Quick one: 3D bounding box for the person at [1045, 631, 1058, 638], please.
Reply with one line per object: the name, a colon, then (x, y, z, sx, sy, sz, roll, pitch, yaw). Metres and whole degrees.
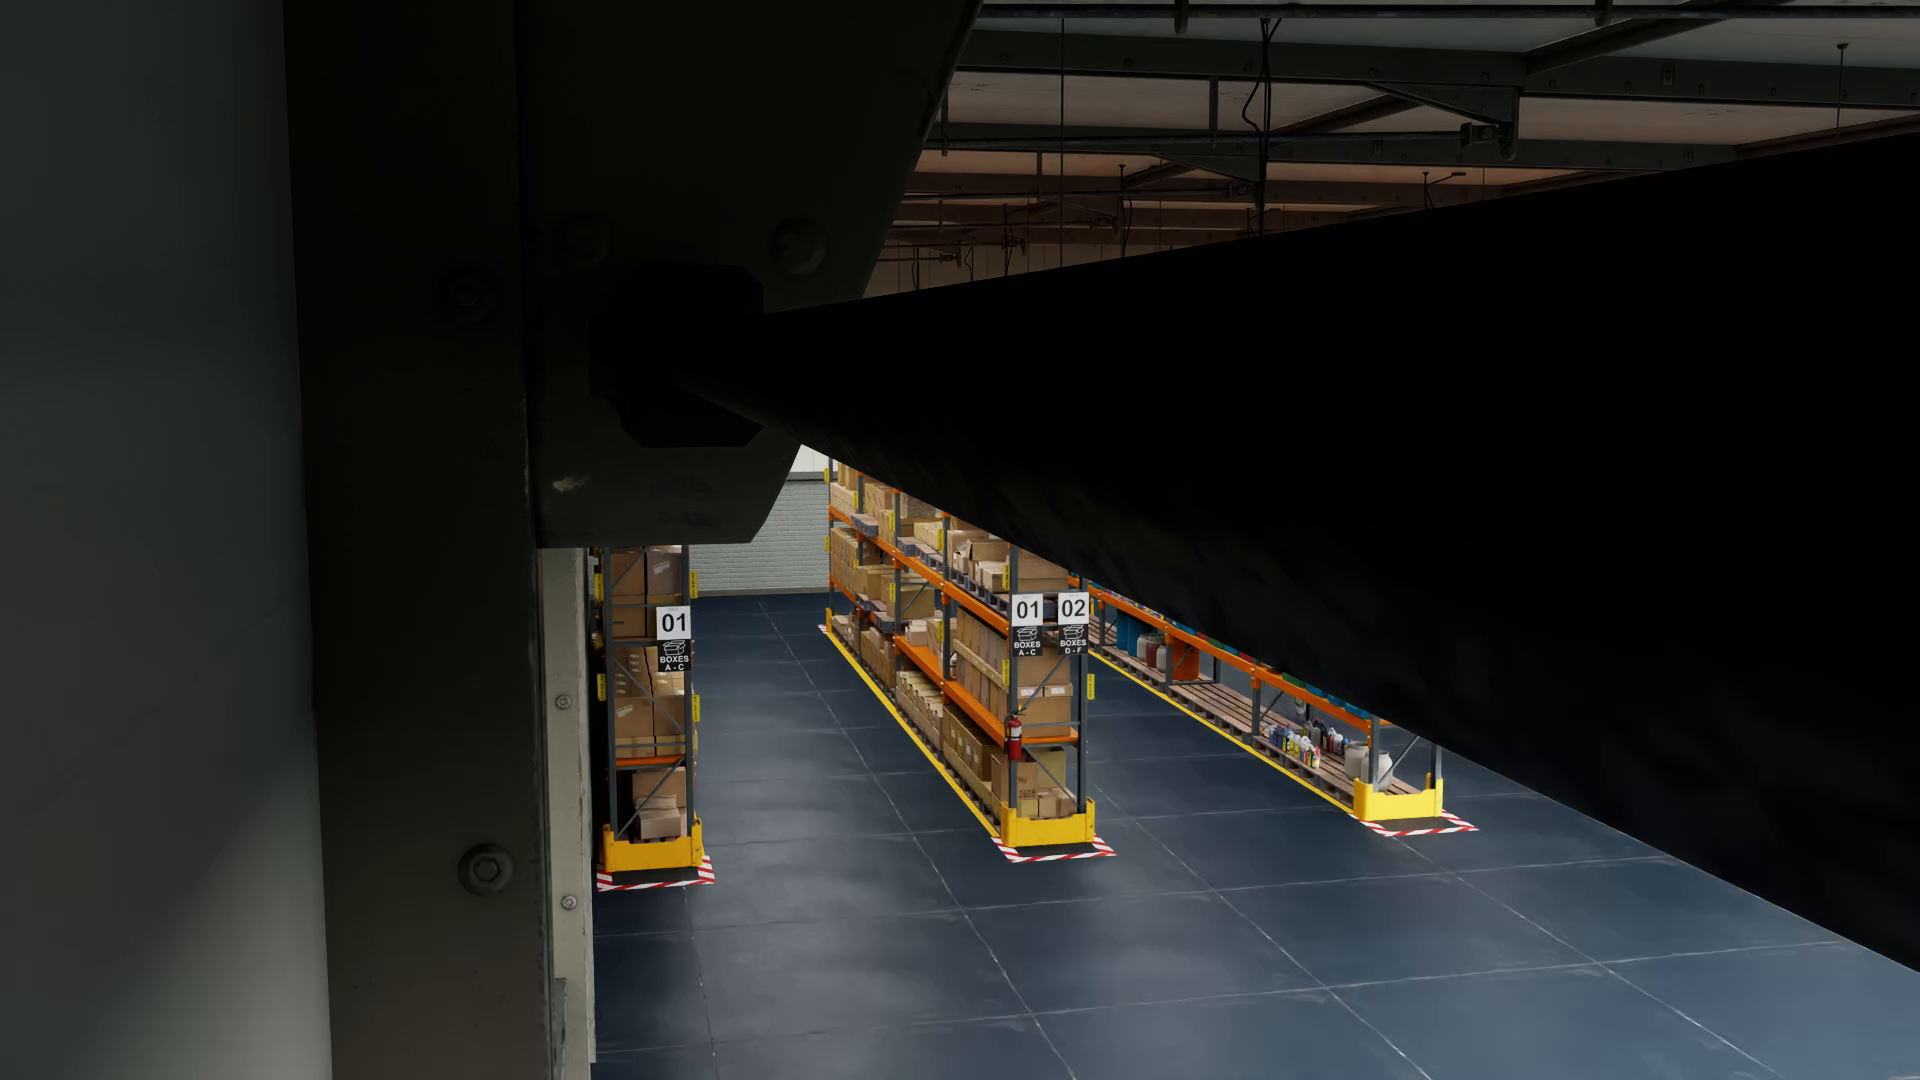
person: (1.544, 1.895, 29.900, 0.599, 1.723, 1.034, -1, 7, -11)

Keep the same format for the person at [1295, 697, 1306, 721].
person: (5.841, 2.135, 28.087, 0.581, 1.850, 0.528, -1, 7, -12)
